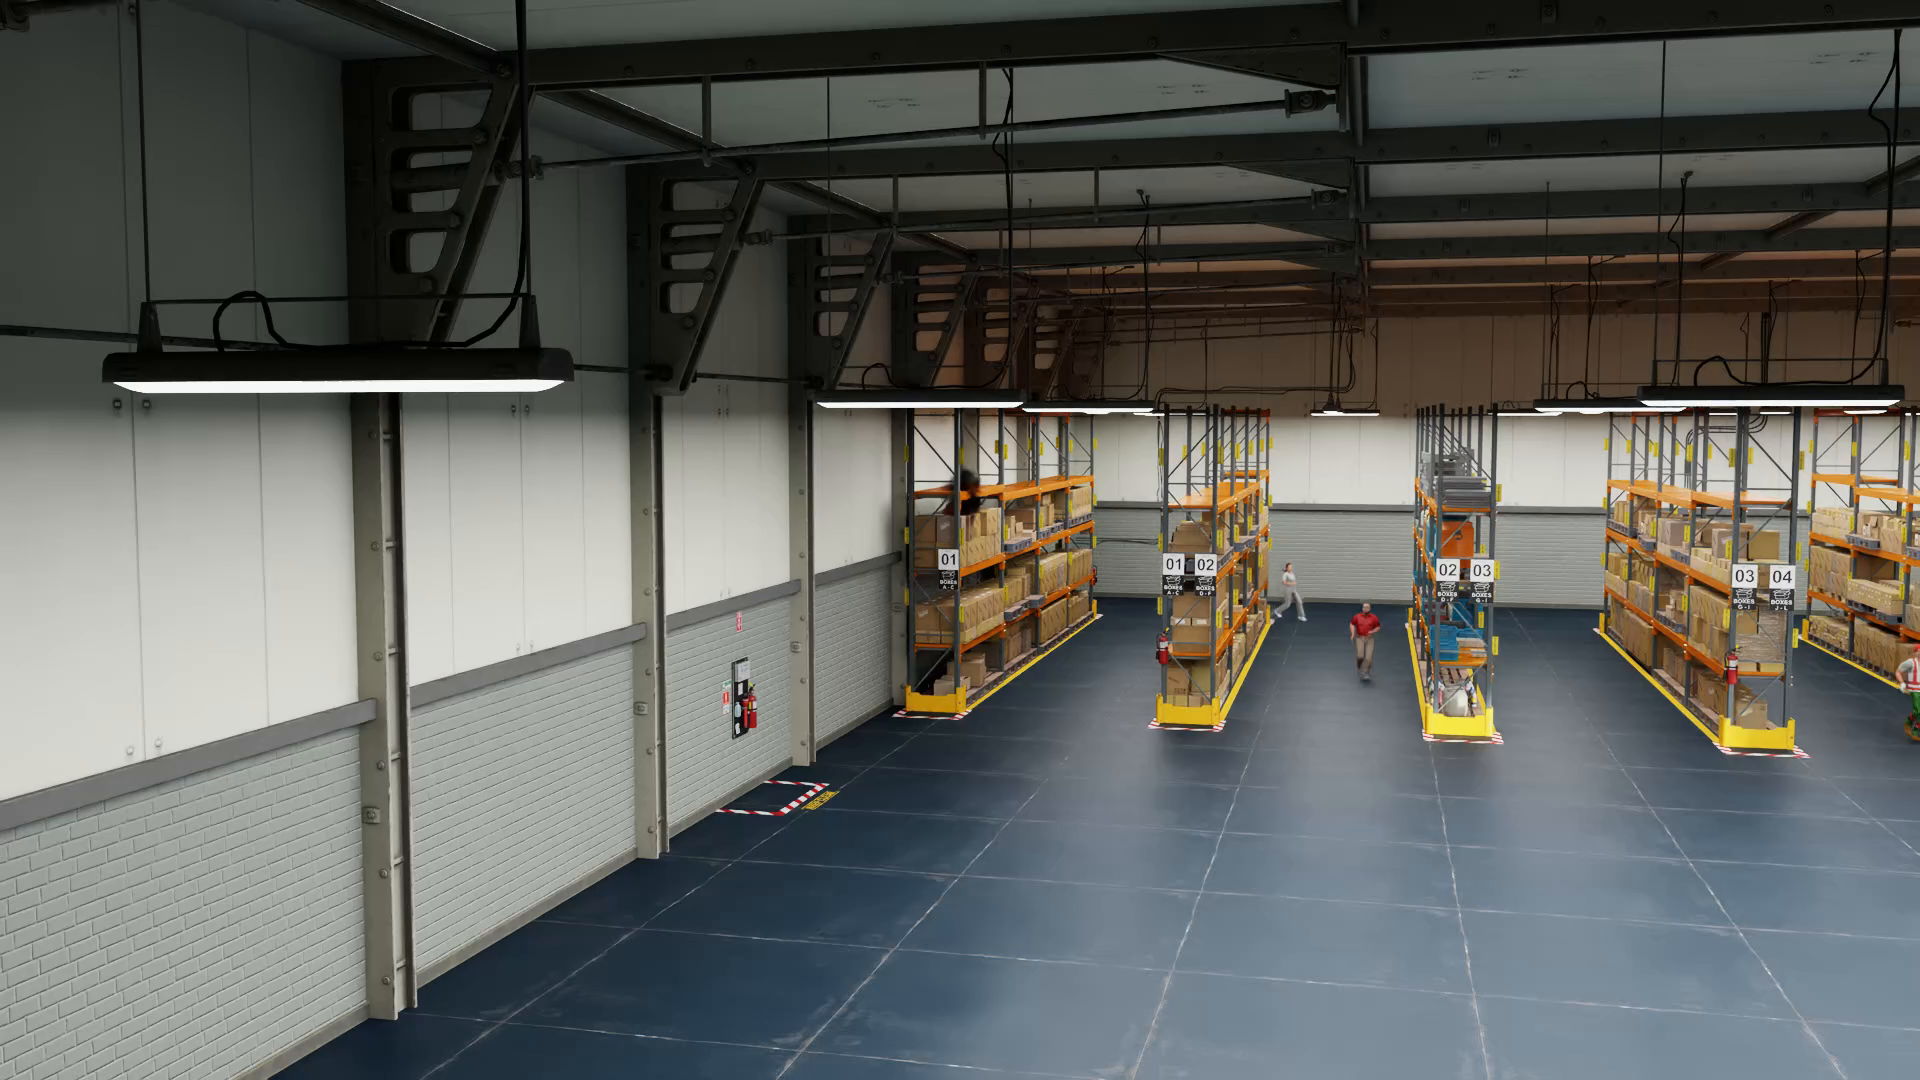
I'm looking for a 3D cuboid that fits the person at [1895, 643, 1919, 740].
[{"bbox_3d":[17.021,2.701,29.437,0.653,1.737,0.585,0,4,-1],"label":"person"}]

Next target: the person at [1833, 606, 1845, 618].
[{"bbox_3d":[23.417,1.615,44.237,0.726,1.766,0.982,-2,5,-29],"label":"person"}]

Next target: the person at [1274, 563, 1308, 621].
[{"bbox_3d":[9.358,1.473,47.236,0.595,1.653,0.943,-4,6,-43],"label":"person"}]

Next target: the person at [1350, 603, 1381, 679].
[{"bbox_3d":[8.872,2.217,36.412,0.656,1.682,0.628,1,4,12],"label":"person"}]
